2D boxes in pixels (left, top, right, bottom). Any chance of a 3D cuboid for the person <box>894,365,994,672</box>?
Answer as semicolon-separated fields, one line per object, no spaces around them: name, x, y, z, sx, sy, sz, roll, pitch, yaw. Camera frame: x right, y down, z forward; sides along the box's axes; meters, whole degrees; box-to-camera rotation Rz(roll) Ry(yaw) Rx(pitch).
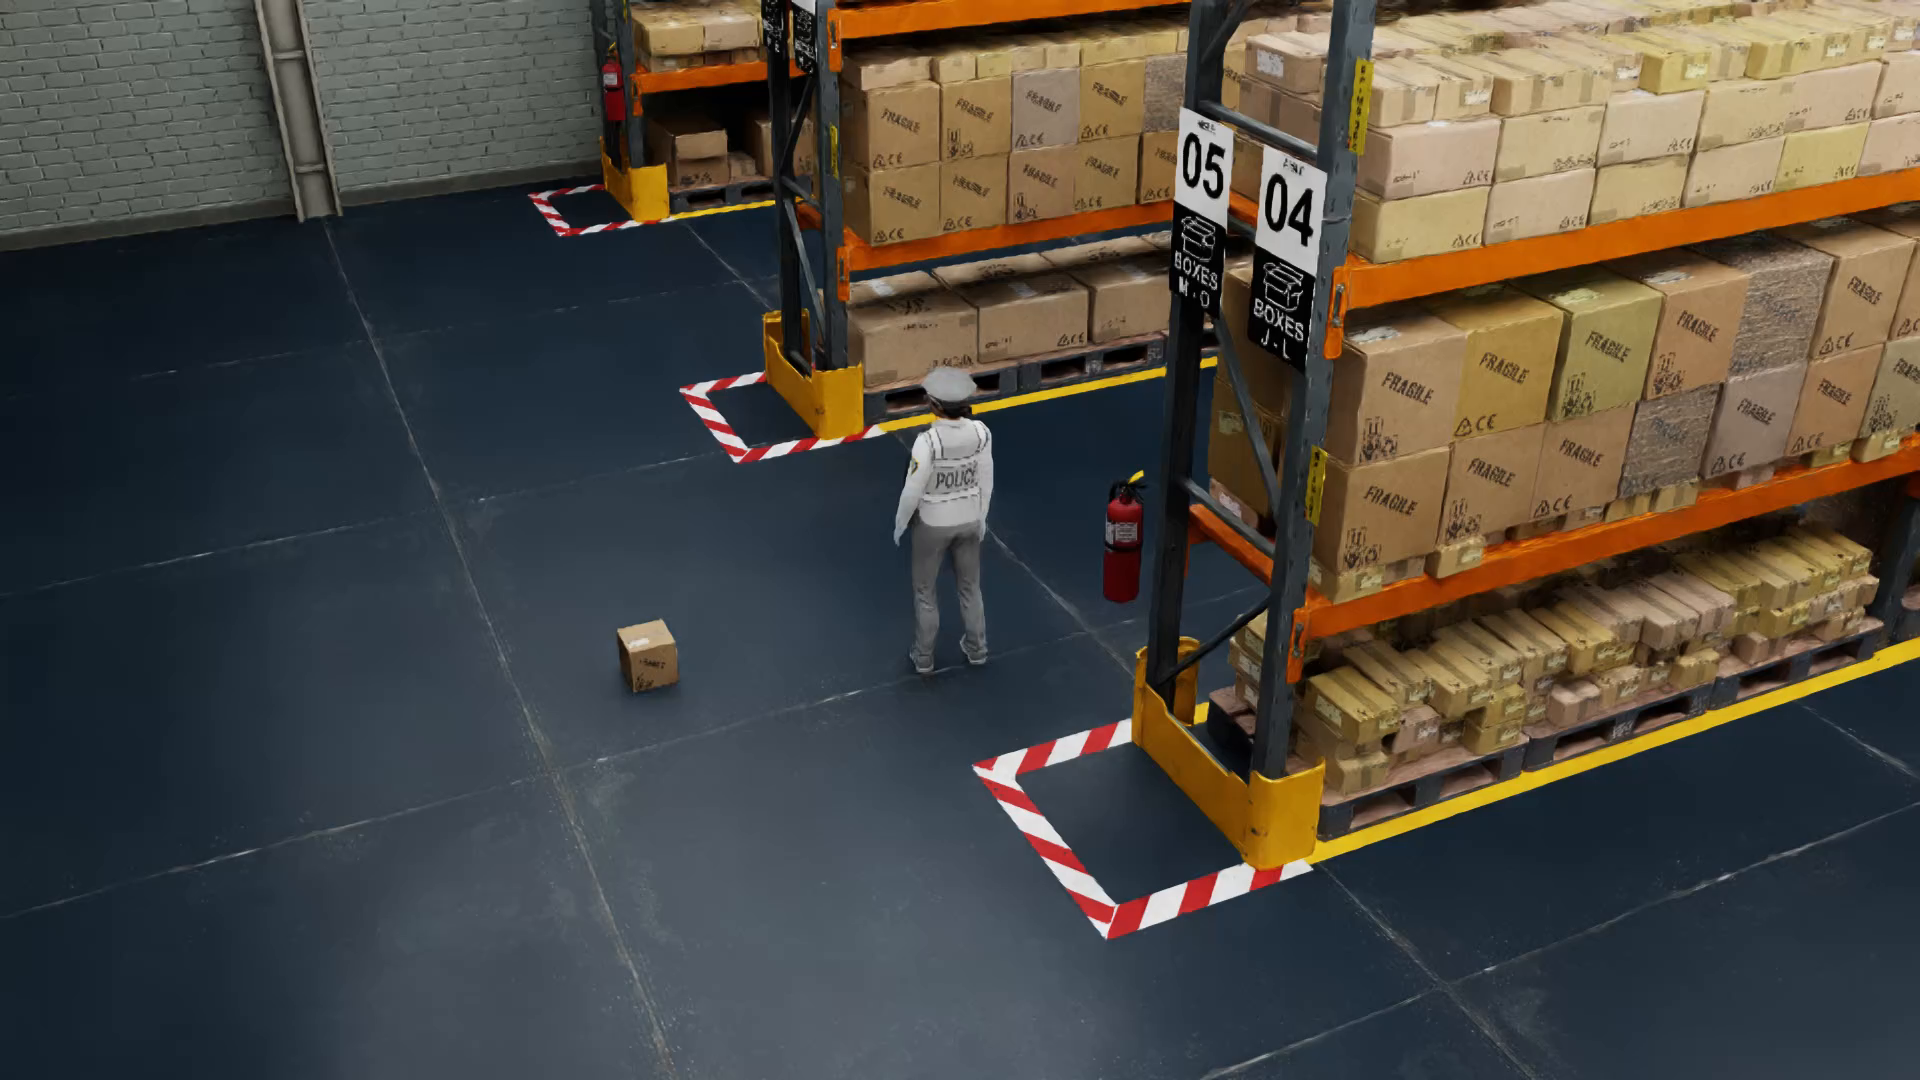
person;-0.075;-0.087;8.536;0.525;1.688;0.354;-16;33;-25
